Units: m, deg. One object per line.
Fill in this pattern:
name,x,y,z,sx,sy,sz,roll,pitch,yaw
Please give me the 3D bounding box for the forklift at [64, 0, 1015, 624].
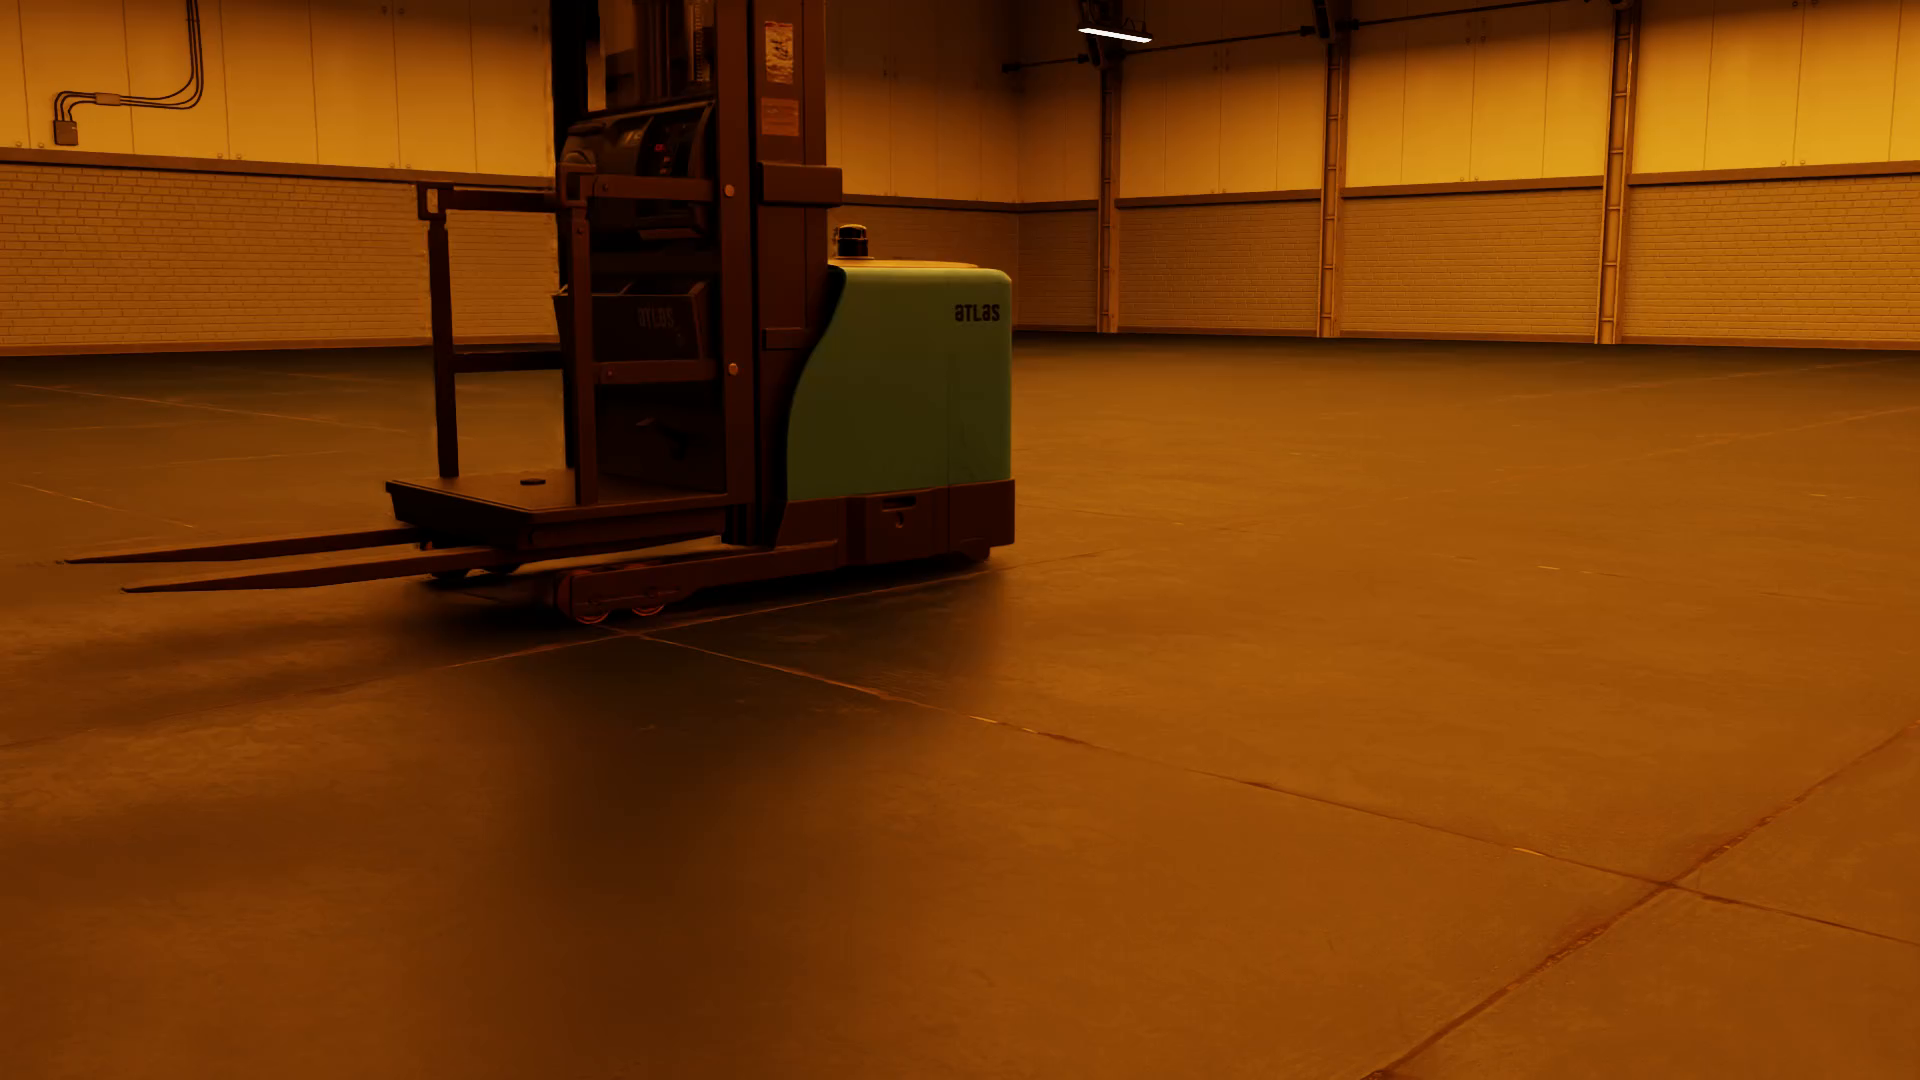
forklift,-1.244,-1.282,5.384,3.031,2.935,1.130,-7,11,-40
